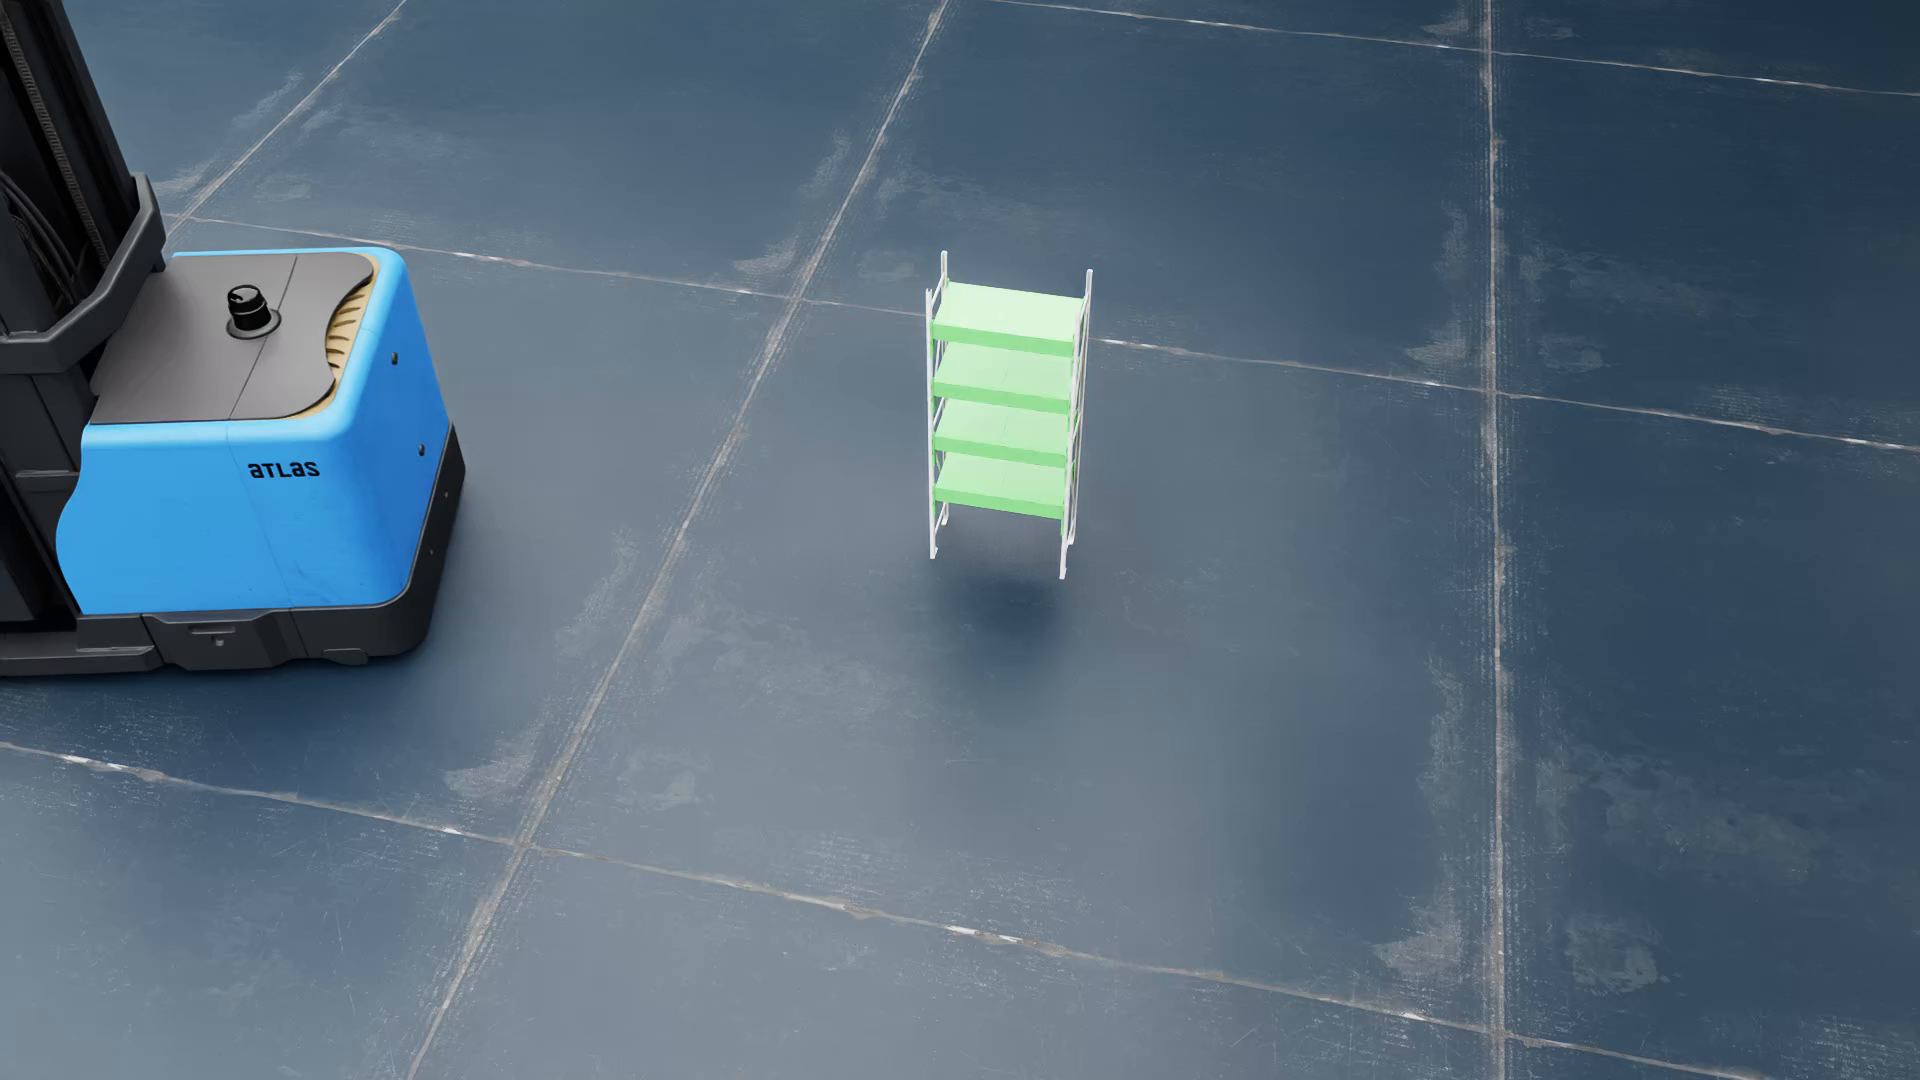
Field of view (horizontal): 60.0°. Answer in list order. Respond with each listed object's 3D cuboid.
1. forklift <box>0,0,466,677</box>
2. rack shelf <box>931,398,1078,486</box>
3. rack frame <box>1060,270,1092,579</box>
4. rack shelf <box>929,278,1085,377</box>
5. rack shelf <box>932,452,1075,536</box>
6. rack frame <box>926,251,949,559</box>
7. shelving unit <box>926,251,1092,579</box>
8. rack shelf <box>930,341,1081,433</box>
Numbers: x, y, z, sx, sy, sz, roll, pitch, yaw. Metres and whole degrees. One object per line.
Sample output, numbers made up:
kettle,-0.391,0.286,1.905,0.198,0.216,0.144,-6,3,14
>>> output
forklift,-3.400,-0.922,5.094,3.031,2.935,1.130,-2,44,-2
rack shelf,0.162,-0.361,5.852,0.480,0.148,0.258,9,45,9
rack frame,0.400,-0.370,5.769,0.015,1.200,0.240,9,45,9
rack shelf,0.162,-0.707,5.519,0.480,0.148,0.258,9,45,9
rack shelf,0.162,-0.188,6.019,0.480,0.148,0.258,9,45,9
rack frame,-0.077,-0.444,5.846,0.015,1.200,0.240,9,45,9
shelving unit,0.162,-0.407,5.808,0.503,1.200,0.258,9,45,9
rack shelf,0.162,-0.534,5.686,0.480,0.148,0.258,9,45,9
